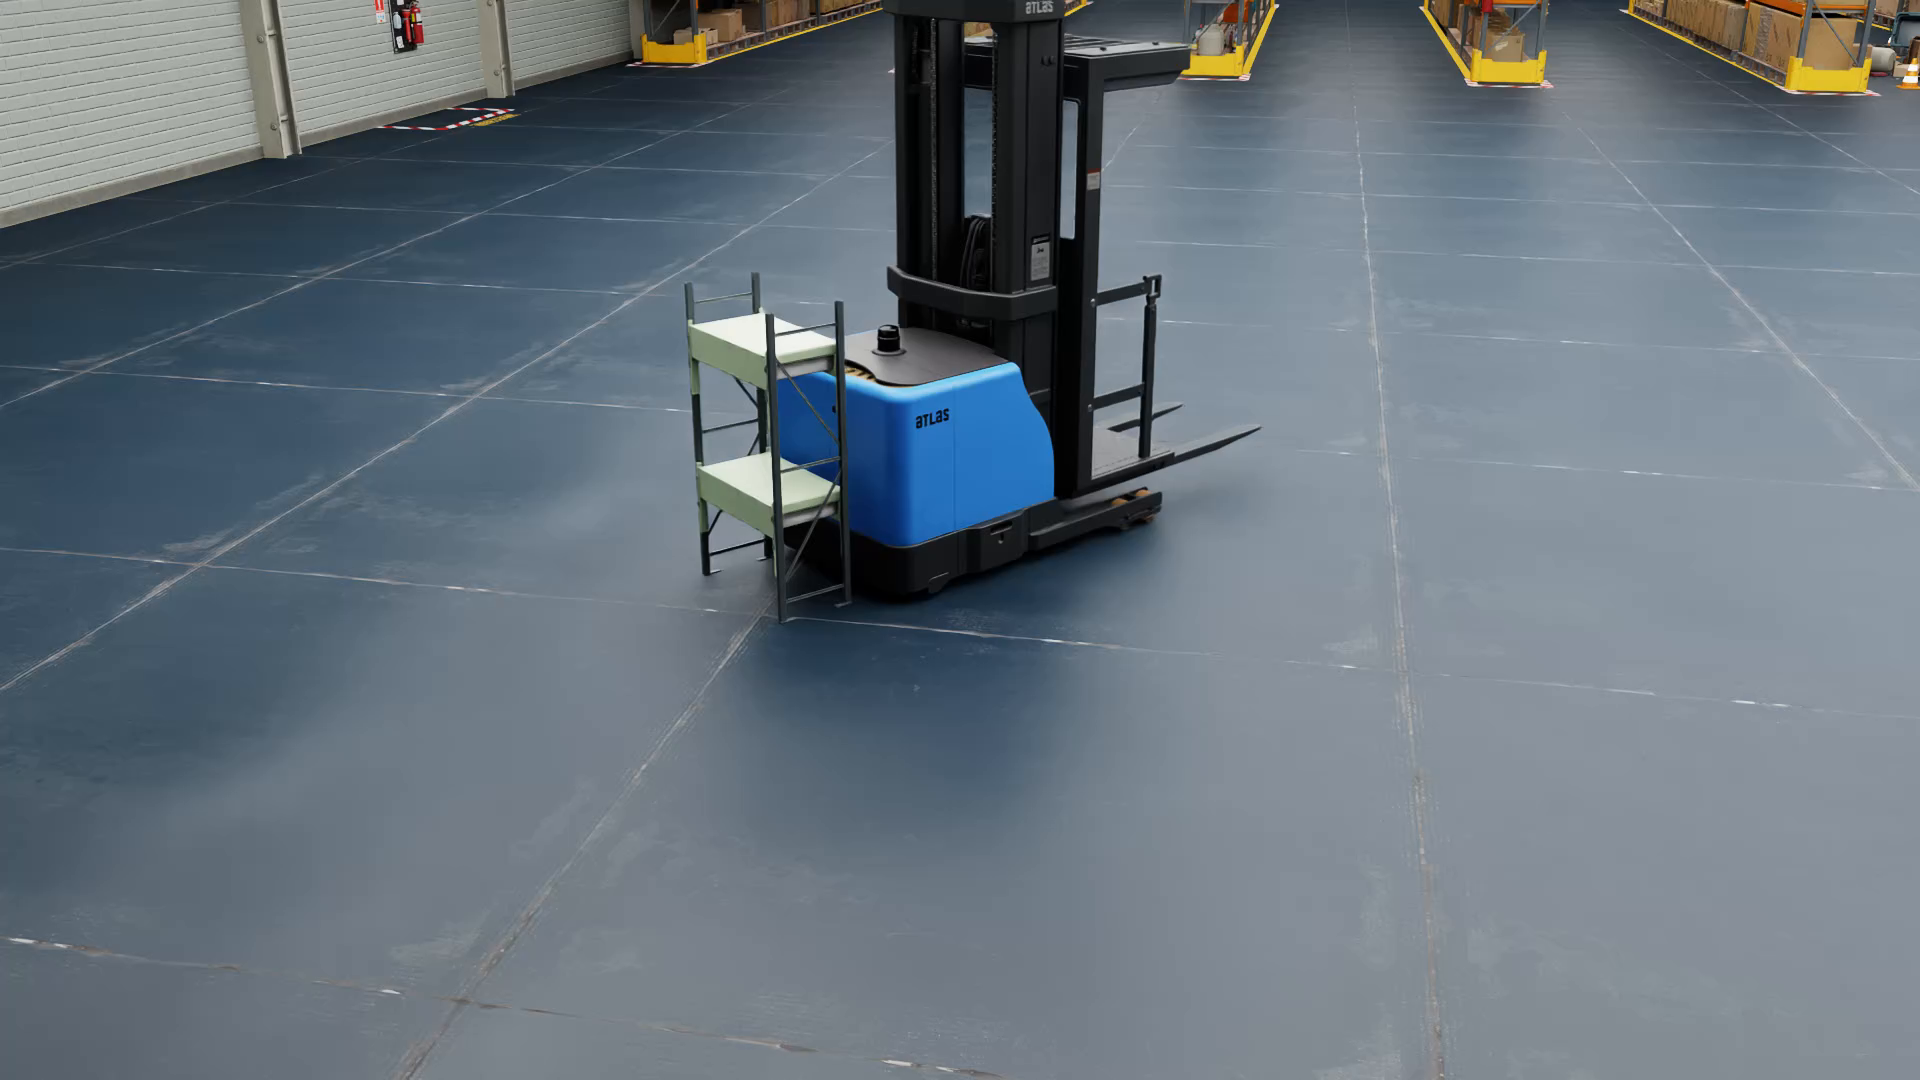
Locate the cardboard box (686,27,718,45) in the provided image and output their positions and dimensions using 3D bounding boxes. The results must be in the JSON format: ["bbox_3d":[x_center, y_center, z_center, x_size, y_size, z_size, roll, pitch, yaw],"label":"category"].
[{"bbox_3d":[-4.977,-9.677,31.876,0.500,0.311,0.500,6,23,15],"label":"cardboard box"}]

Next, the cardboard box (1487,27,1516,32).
[{"bbox_3d":[9.604,-8.844,29.581,0.500,0.500,0.500,7,23,16],"label":"cardboard box"}]

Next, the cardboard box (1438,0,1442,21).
[{"bbox_3d":[11.208,-11.844,36.528,1.225,0.875,0.875,5,22,11],"label":"cardboard box"}]

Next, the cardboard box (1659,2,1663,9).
[{"bbox_3d":[16.262,-12.256,38.126,0.380,0.149,0.250,5,22,12],"label":"cardboard box"}]

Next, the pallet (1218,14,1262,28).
[{"bbox_3d":[6.380,-11.879,38.066,1.003,0.211,1.213,4,22,11],"label":"pallet"}]

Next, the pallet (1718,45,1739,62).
[{"bbox_3d":[14.960,-9.175,31.352,1.003,0.211,1.213,4,22,11],"label":"pallet"}]

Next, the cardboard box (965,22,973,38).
[{"bbox_3d":[-0.045,-9.518,30.587,0.500,0.500,0.500,4,22,11],"label":"cardboard box"}]

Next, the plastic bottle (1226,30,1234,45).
[{"bbox_3d":[5.154,-9.588,31.702,0.152,0.276,0.135,4,22,11],"label":"plastic bottle"}]

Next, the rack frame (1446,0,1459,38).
[{"bbox_3d":[10.857,-12.058,34.779,1.000,3.000,0.127,4,22,11],"label":"rack frame"}]

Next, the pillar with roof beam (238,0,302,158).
[{"bbox_3d":[-4.261,-8.653,18.294,9.100,9.000,0.400,4,22,11],"label":"pillar with roof beam"}]

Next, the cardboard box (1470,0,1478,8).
[{"bbox_3d":[10.652,-11.009,33.926,0.500,0.250,0.500,7,23,17],"label":"cardboard box"}]

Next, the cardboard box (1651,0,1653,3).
[{"bbox_3d":[16.758,-12.923,39.782,0.380,0.149,0.250,6,23,14],"label":"cardboard box"}]

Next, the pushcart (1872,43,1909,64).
[{"bbox_3d":[17.500,-8.779,30.147,1.648,0.377,0.936,-3,22,-8],"label":"pushcart"}]

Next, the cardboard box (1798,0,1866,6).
[{"bbox_3d":[14.091,-8.926,26.801,0.875,0.550,0.550,4,22,11],"label":"cardboard box"}]

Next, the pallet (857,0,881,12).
[{"bbox_3d":[-2.642,-13.633,42.421,1.003,0.211,1.213,4,22,11],"label":"pallet"}]

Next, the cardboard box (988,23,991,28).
[{"bbox_3d":[0.350,-10.251,32.406,0.500,0.500,0.500,4,22,11],"label":"cardboard box"}]

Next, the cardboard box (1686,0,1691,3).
[{"bbox_3d":[15.668,-11.482,35.128,0.500,0.250,0.500,5,22,12],"label":"cardboard box"}]

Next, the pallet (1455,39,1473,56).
[{"bbox_3d":[10.199,-9.587,32.375,1.003,0.211,1.213,4,22,11],"label":"pallet"}]

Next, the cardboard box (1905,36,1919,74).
[{"bbox_3d":[16.989,-8.460,29.005,0.797,0.637,0.503,4,22,11],"label":"cardboard box"}]

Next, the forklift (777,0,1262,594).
[{"bbox_3d":[0.469,-1.544,8.763,3.031,2.935,1.130,-19,29,-39],"label":"forklift"}]

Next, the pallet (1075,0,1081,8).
[{"bbox_3d":[2.615,-14.128,43.650,1.003,0.211,1.213,4,22,11],"label":"pallet"}]

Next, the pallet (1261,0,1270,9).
[{"bbox_3d":[7.435,-13.770,42.761,1.003,0.211,1.213,4,22,11],"label":"pallet"}]

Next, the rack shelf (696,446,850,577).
[{"bbox_3d":[-0.916,-0.150,8.092,0.431,0.370,0.720,-16,27,-34],"label":"rack shelf"}]

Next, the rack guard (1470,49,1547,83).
[{"bbox_3d":[9.240,-8.001,28.050,1.175,0.500,0.348,4,22,11],"label":"rack guard"}]

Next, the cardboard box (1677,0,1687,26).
[{"bbox_3d":[15.772,-11.323,35.738,0.500,0.500,0.500,3,22,9],"label":"cardboard box"}]

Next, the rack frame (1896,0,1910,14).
[{"bbox_3d":[21.375,-12.766,36.536,1.000,3.000,0.127,4,22,11],"label":"rack frame"}]

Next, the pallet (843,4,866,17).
[{"bbox_3d":[-2.957,-13.073,41.030,1.003,0.211,1.213,4,22,11],"label":"pallet"}]

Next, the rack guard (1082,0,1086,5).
[{"bbox_3d":[2.777,-14.553,44.320,1.175,0.500,0.348,4,22,11],"label":"rack guard"}]

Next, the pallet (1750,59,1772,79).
[{"bbox_3d":[14.398,-8.167,28.850,1.003,0.211,1.213,4,22,11],"label":"pallet"}]

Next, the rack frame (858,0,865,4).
[{"bbox_3d":[-2.874,-14.654,41.224,1.000,3.000,0.127,4,22,11],"label":"rack frame"}]

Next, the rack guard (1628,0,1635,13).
[{"bbox_3d":[17.309,-13.382,41.411,1.175,0.500,0.348,4,22,11],"label":"rack guard"}]

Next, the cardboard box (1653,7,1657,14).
[{"bbox_3d":[16.381,-12.338,38.728,0.380,0.149,0.250,4,22,9],"label":"cardboard box"}]

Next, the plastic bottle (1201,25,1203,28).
[{"bbox_3d":[4.621,-9.685,31.843,0.144,0.351,0.185,5,22,12],"label":"plastic bottle"}]

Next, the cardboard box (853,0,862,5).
[{"bbox_3d":[-2.879,-13.604,40.932,0.750,0.750,0.750,5,22,12],"label":"cardboard box"}]

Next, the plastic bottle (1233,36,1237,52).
[{"bbox_3d":[5.051,-9.088,30.467,0.097,0.271,0.097,0,22,0],"label":"plastic bottle"}]

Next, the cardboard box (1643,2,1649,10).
[{"bbox_3d":[16.633,-12.811,39.901,0.380,0.149,0.250,3,22,8],"label":"cardboard box"}]

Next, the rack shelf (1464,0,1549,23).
[{"bbox_3d":[9.633,-9.530,29.465,1.077,0.370,4.000,4,22,11],"label":"rack shelf"}]

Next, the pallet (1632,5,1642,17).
[{"bbox_3d":[17.109,-12.953,40.734,1.003,0.211,1.213,4,22,11],"label":"pallet"}]

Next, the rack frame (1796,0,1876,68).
[{"bbox_3d":[14.060,-8.718,26.484,1.000,3.000,0.127,4,22,11],"label":"rack frame"}]

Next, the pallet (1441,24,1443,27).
[{"bbox_3d":[11.590,-11.940,38.217,1.003,0.211,1.213,4,22,11],"label":"pallet"}]

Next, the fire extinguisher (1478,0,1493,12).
[{"bbox_3d":[8.750,-9.090,27.512,0.296,0.674,0.183,4,22,11],"label":"fire extinguisher"}]

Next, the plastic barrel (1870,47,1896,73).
[{"bbox_3d":[16.146,-8.454,29.277,0.421,0.421,0.512,-16,27,-35],"label":"plastic barrel"}]

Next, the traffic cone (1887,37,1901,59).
[{"bbox_3d":[17.705,-9.406,31.589,0.336,0.463,0.334,4,22,11],"label":"traffic cone"}]

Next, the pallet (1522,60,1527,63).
[{"bbox_3d":[9.441,-8.161,28.835,1.003,0.211,1.213,4,22,11],"label":"pallet"}]

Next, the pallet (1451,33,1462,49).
[{"bbox_3d":[10.445,-10.034,33.486,1.003,0.211,1.213,4,22,11],"label":"pallet"}]

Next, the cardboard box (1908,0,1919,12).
[{"bbox_3d":[21.327,-11.742,36.276,0.875,0.875,0.875,5,23,13],"label":"cardboard box"}]

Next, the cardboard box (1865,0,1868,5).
[{"bbox_3d":[22.155,-12.986,39.950,0.875,0.438,0.875,4,22,9],"label":"cardboard box"}]

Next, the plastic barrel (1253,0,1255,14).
[{"bbox_3d":[6.553,-12.664,38.529,0.600,0.901,0.708,4,22,11],"label":"plastic barrel"}]

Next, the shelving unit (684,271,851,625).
[{"bbox_3d":[-0.916,-0.453,7.970,0.431,1.500,0.755,-16,27,-34],"label":"shelving unit"}]

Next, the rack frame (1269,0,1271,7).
[{"bbox_3d":[7.641,-15.362,42.981,1.000,3.000,0.127,4,22,11],"label":"rack frame"}]

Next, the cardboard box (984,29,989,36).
[{"bbox_3d":[0.264,-9.719,32.089,0.500,0.250,0.500,4,22,11],"label":"cardboard box"}]

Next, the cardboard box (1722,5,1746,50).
[{"bbox_3d":[14.915,-9.566,31.039,1.050,0.750,0.750,4,22,11],"label":"cardboard box"}]

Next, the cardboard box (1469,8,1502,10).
[{"bbox_3d":[10.531,-10.445,33.529,0.700,0.500,0.500,6,23,15],"label":"cardboard box"}]

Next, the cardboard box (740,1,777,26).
[{"bbox_3d":[-4.316,-11.236,35.495,0.700,0.500,0.500,4,22,10],"label":"cardboard box"}]

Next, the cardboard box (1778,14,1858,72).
[{"bbox_3d":[14.134,-8.180,27.431,0.875,0.875,0.875,5,22,11],"label":"cardboard box"}]

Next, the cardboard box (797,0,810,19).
[{"bbox_3d":[-3.786,-11.968,37.313,0.700,0.500,0.500,5,22,12],"label":"cardboard box"}]

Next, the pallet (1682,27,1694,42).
[{"bbox_3d":[15.853,-10.636,34.979,1.003,0.211,1.213,4,22,11],"label":"pallet"}]
